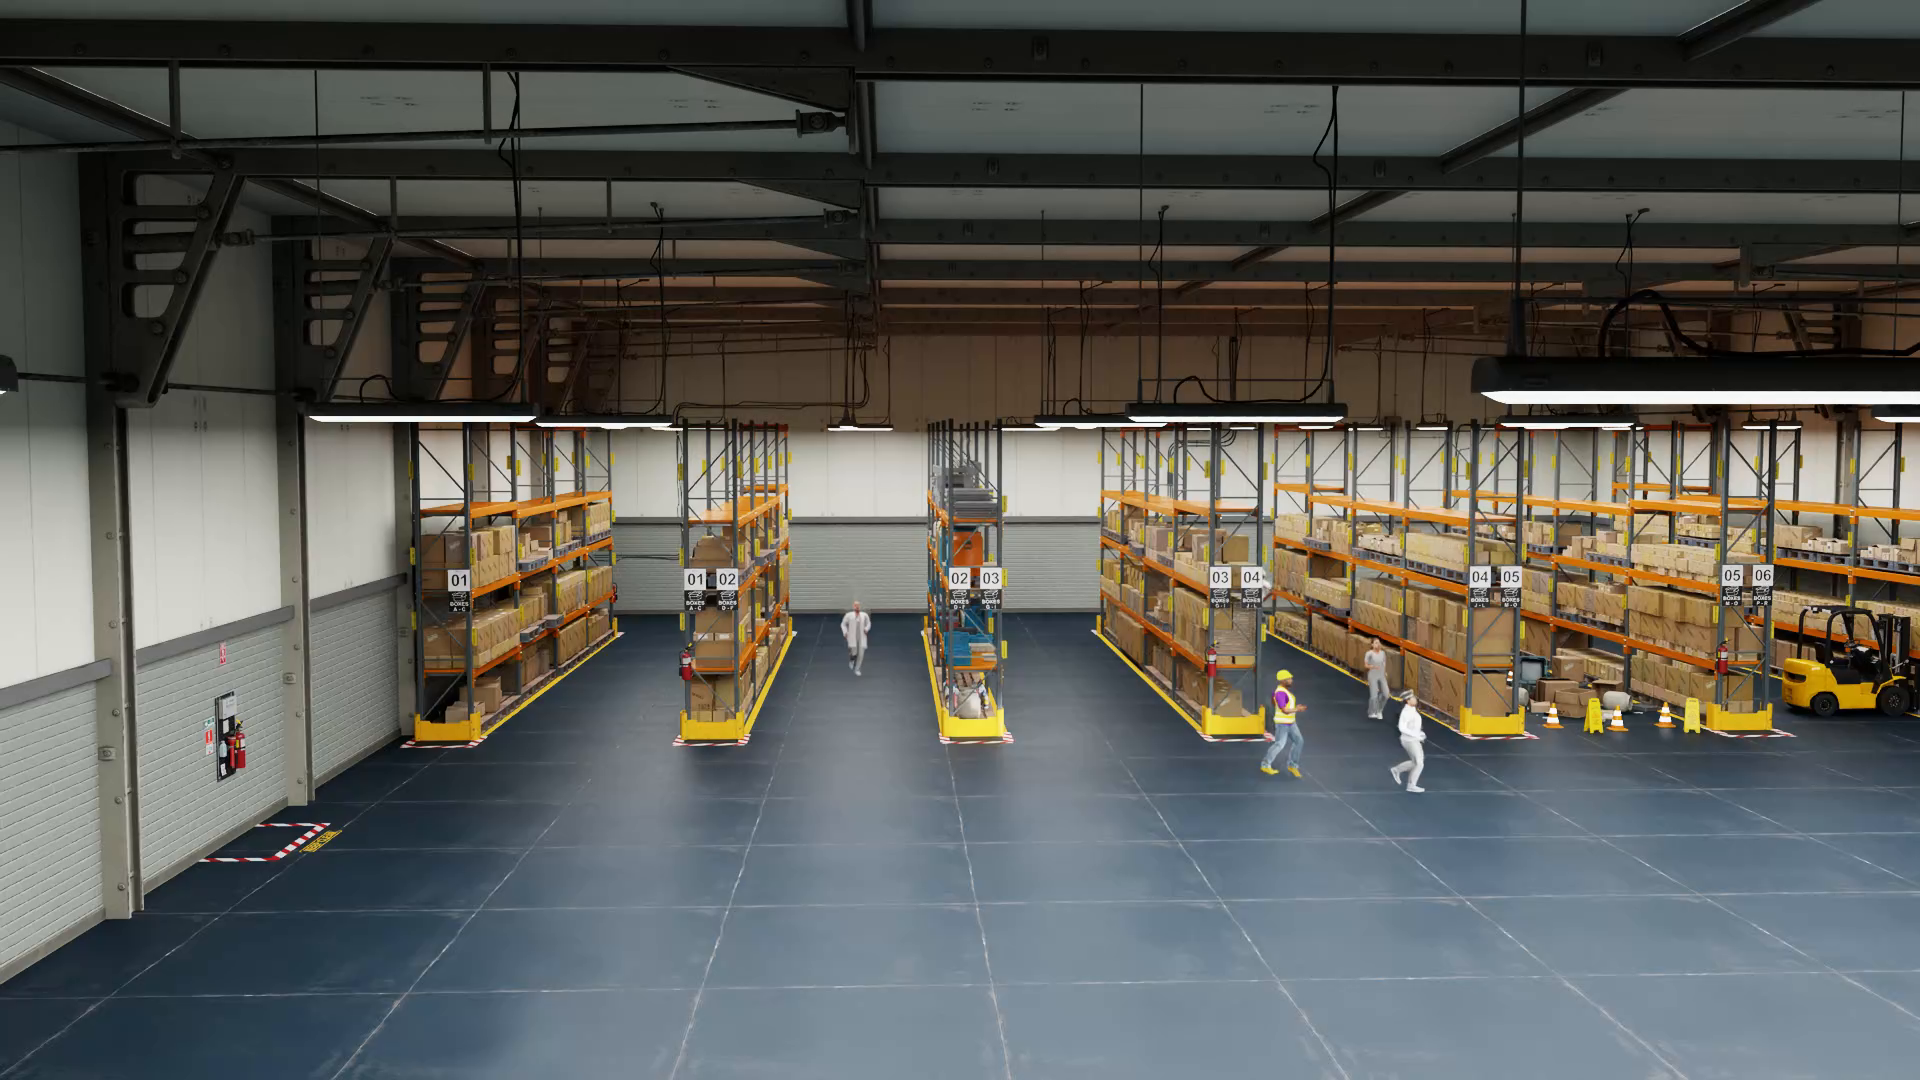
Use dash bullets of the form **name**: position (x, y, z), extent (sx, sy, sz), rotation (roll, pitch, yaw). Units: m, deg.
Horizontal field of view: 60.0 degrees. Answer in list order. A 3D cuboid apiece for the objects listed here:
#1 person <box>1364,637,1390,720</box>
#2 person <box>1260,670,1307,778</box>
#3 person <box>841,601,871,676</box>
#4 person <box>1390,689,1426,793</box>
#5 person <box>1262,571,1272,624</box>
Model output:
- **person**: position (8.329, 2.771, 33.138), extent (0.548, 1.656, 0.616), rotation (-1, 4, -12)
- **person**: position (5.392, 3.071, 27.620), extent (0.766, 1.827, 0.668), rotation (2, 4, 25)
- **person**: position (-2.410, 2.308, 39.005), extent (0.710, 1.730, 0.577), rotation (-1, 4, -14)
- **person**: position (7.157, 3.194, 26.567), extent (0.580, 1.647, 0.614), rotation (2, 4, 27)
- **person**: position (8.720, 1.746, 48.716), extent (0.851, 1.707, 0.767), rotation (-1, 4, -11)
